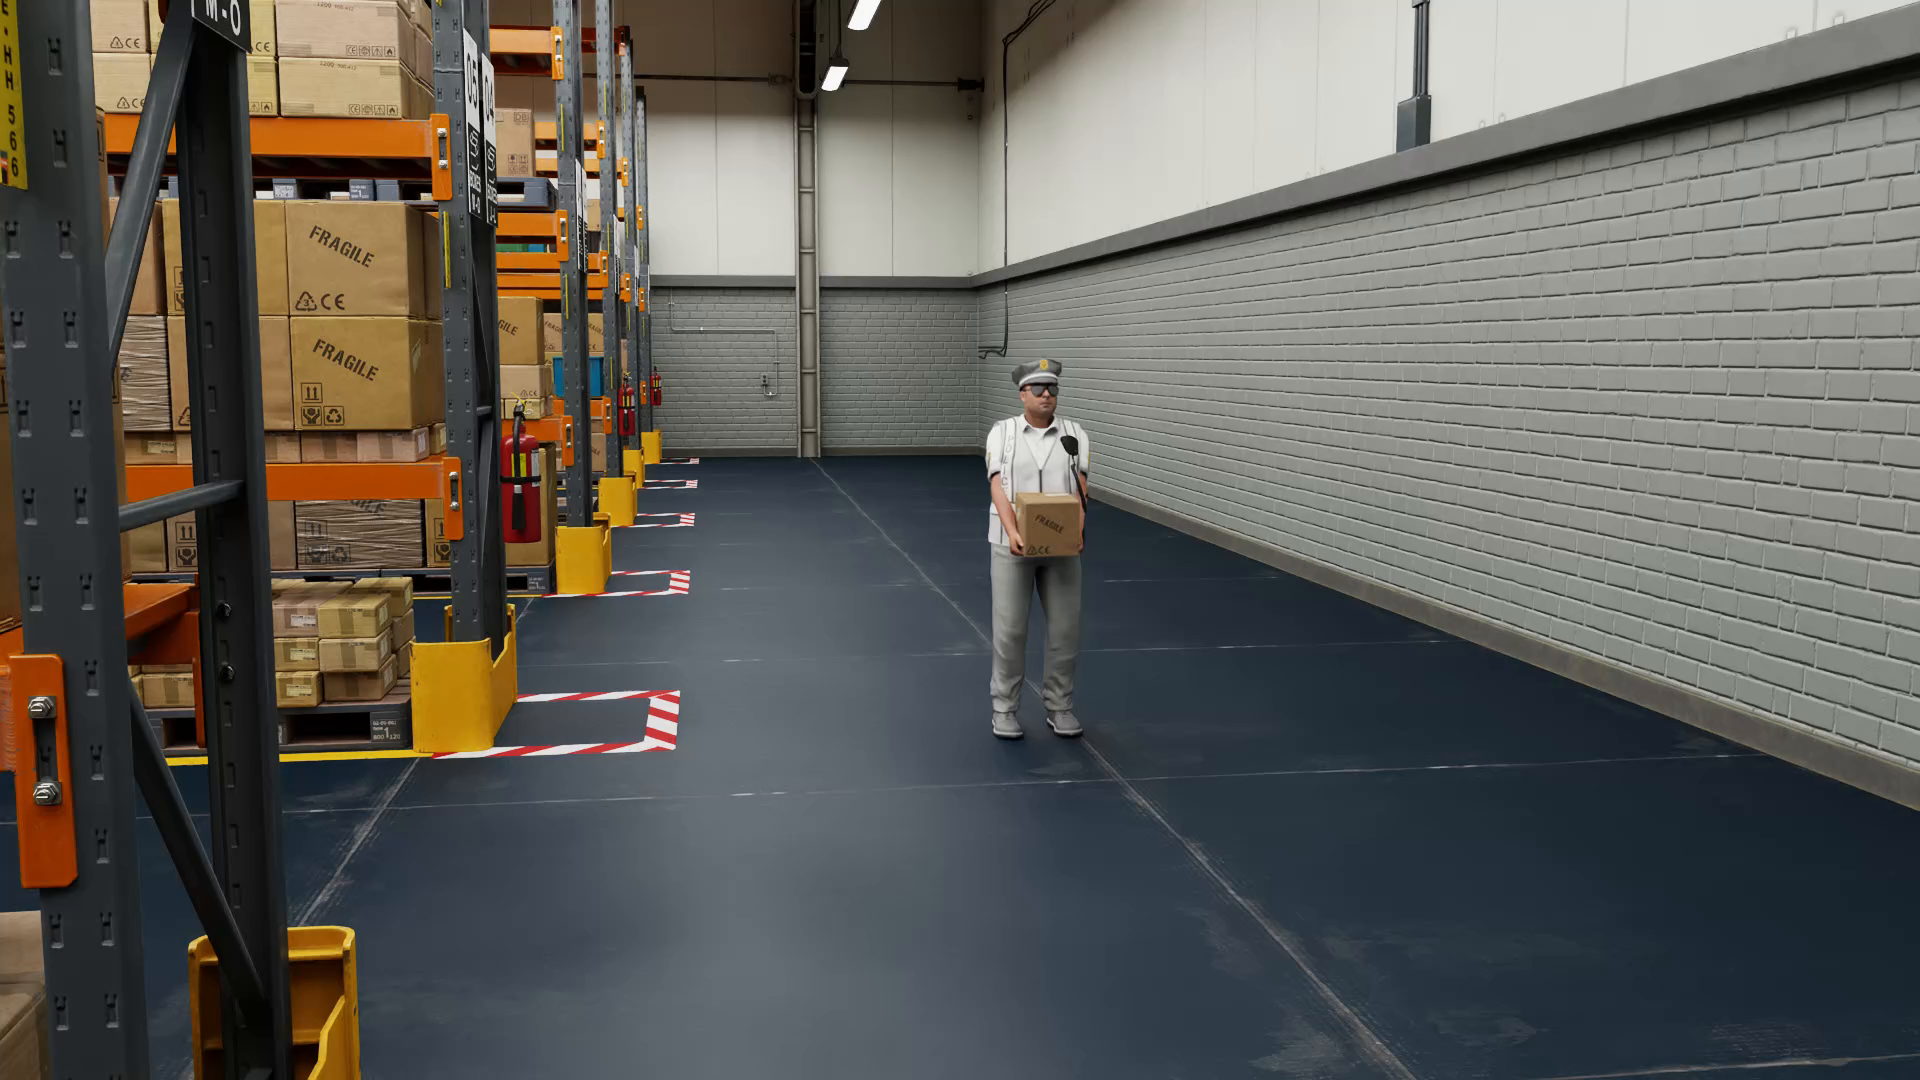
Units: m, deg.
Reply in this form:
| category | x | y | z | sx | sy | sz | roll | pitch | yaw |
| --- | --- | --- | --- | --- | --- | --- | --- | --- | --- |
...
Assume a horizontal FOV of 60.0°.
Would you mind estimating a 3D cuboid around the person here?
| category | x | y | z | sx | sy | sz | roll | pitch | yaw |
| --- | --- | --- | --- | --- | --- | --- | --- | --- | --- |
| person | 0.383 | 0.036 | 7.775 | 0.494 | 1.768 | 0.572 | -1 | 7 | -9 |
